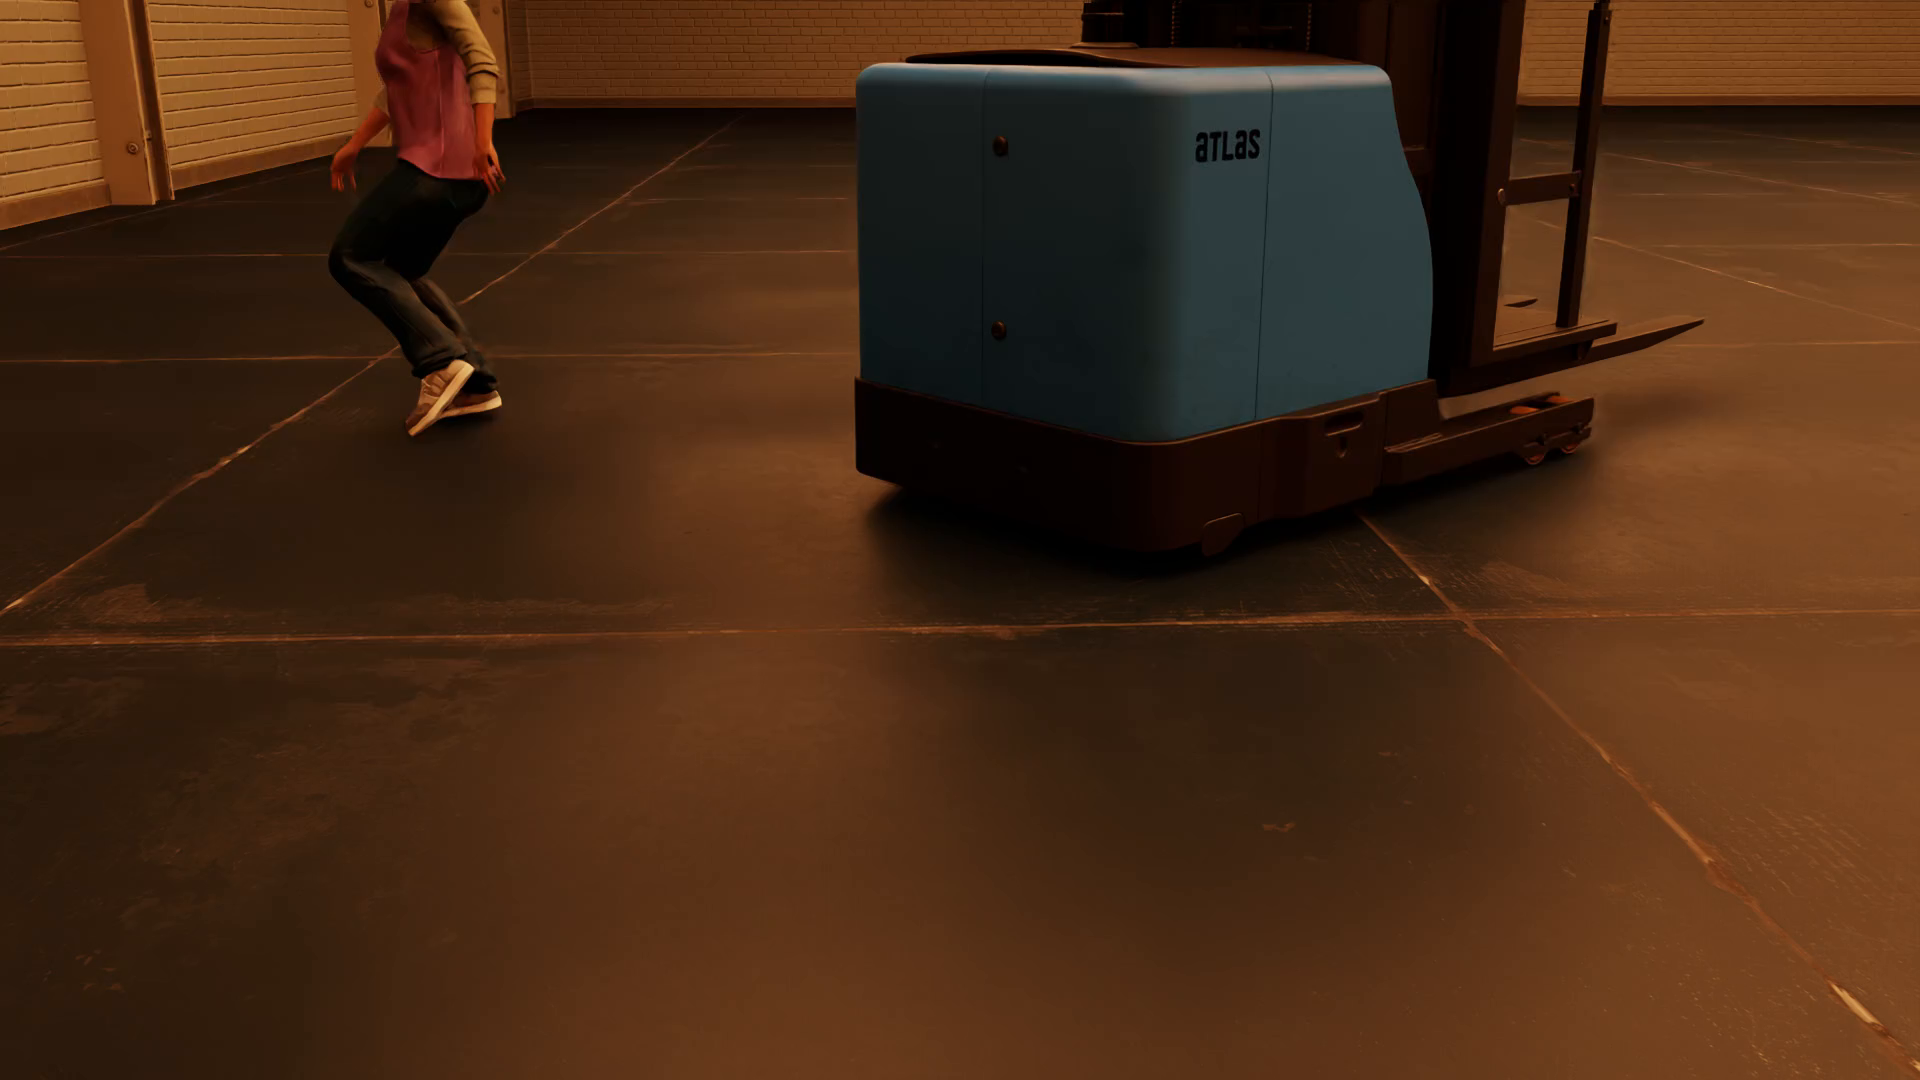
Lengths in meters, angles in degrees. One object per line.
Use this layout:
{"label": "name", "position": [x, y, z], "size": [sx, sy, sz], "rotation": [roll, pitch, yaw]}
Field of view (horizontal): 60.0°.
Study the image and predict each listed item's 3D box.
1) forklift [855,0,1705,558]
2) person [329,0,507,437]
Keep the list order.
{"label": "forklift", "position": [1.161, -1.706, 4.484], "size": [3.031, 2.935, 1.130], "rotation": [-15, 23, -40]}
{"label": "person", "position": [-1.588, -1.070, 4.850], "size": [0.561, 1.514, 0.648], "rotation": [-2, 17, -6]}
